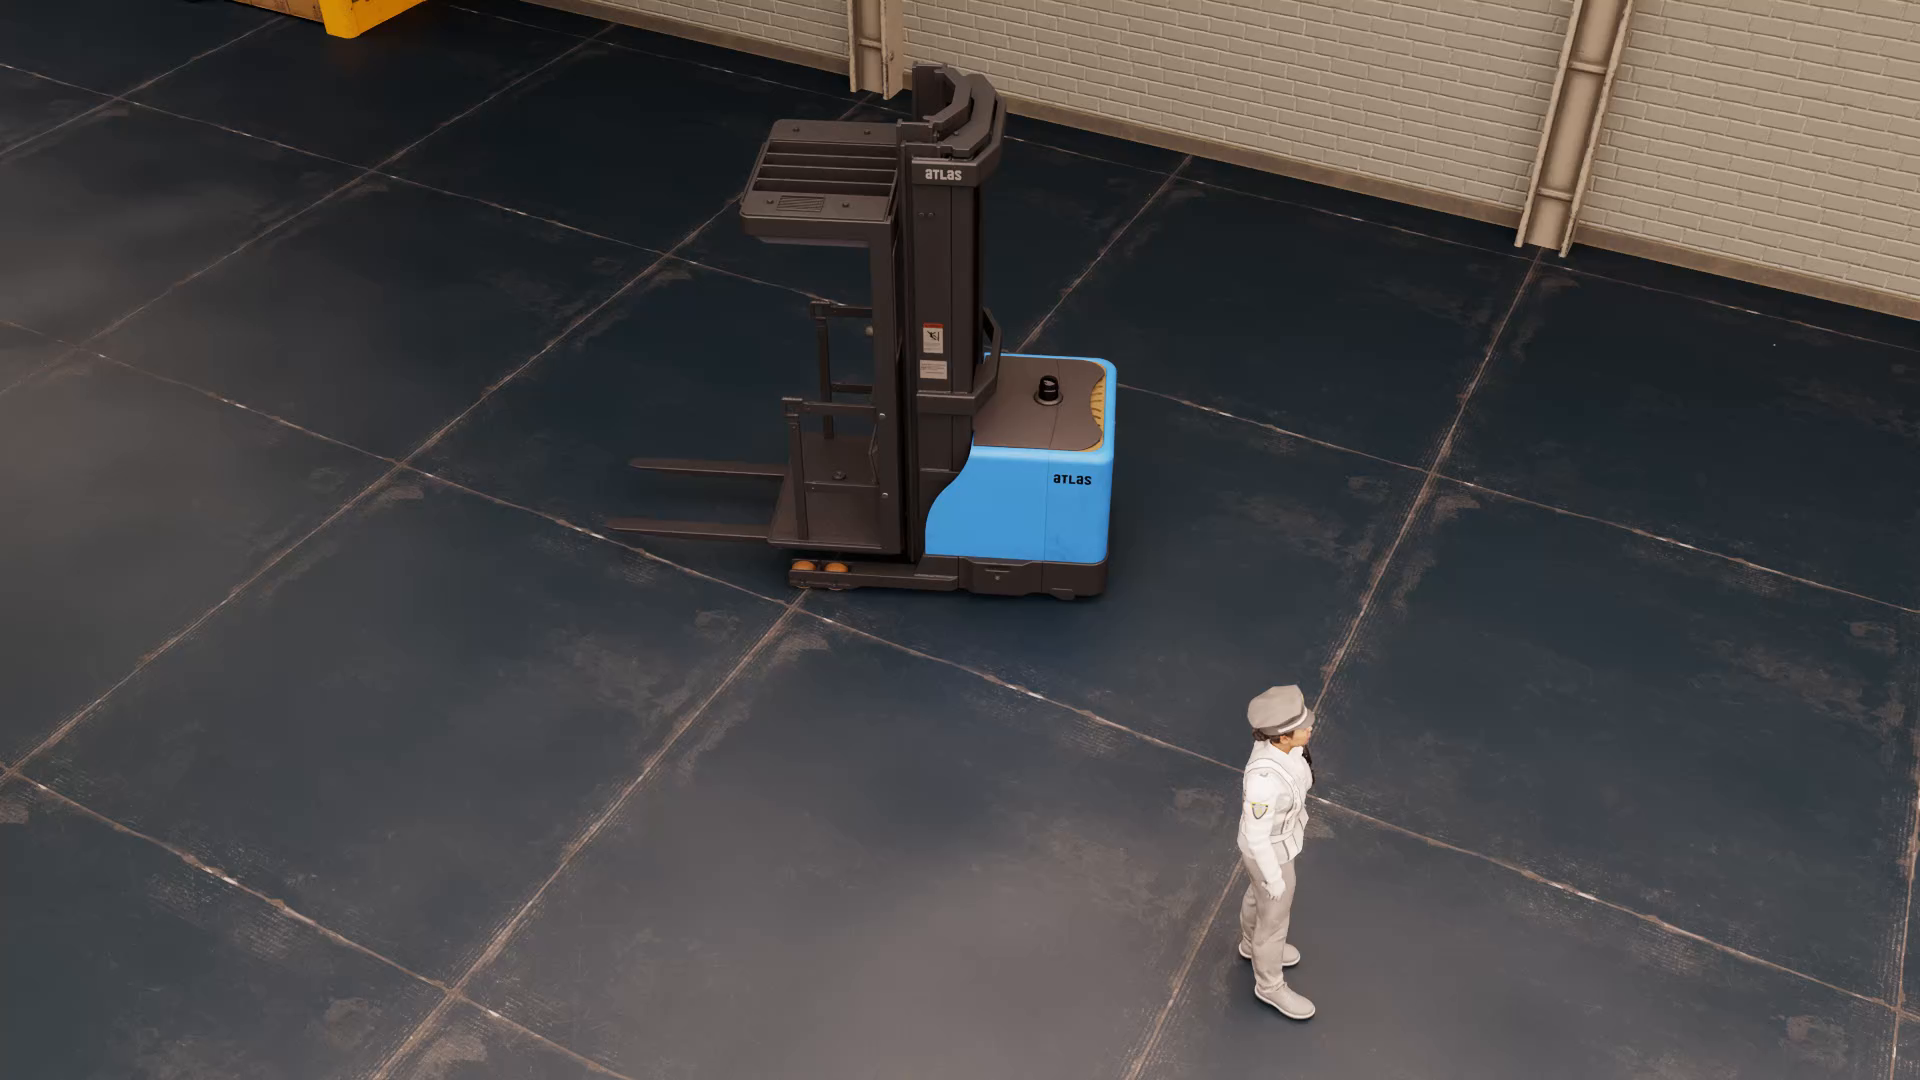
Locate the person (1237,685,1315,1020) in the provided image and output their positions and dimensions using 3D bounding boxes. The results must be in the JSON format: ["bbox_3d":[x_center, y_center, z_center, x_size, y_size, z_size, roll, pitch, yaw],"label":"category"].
[{"bbox_3d":[1.449,1.338,7.346,0.533,1.696,0.588,12,41,13],"label":"person"}]

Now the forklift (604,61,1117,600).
[{"bbox_3d":[-0.606,-1.157,9.360,3.031,2.935,1.130,3,40,4],"label":"forklift"}]
